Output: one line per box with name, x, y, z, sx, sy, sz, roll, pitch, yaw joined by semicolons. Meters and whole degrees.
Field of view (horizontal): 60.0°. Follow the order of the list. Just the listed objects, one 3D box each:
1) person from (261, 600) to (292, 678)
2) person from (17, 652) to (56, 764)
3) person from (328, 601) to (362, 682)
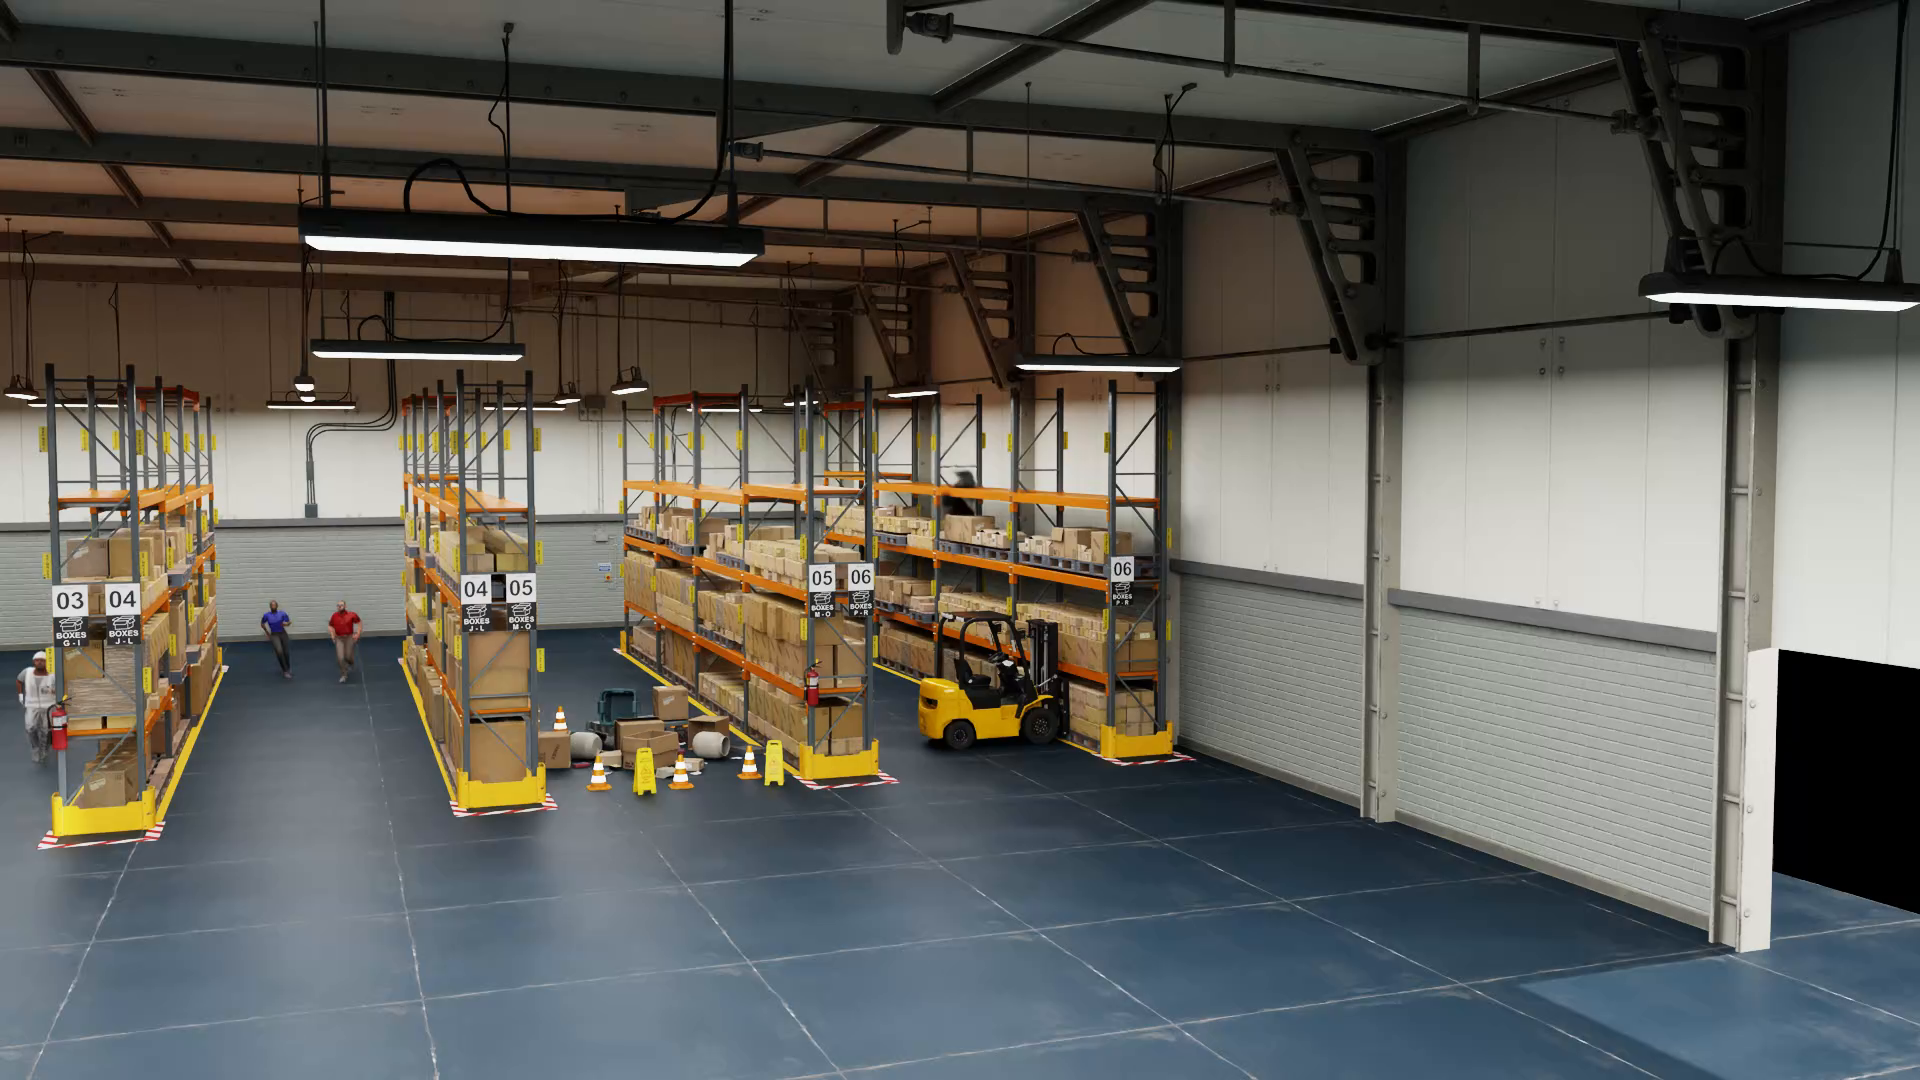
person;-14.601;2.120;35.570;0.604;1.680;0.699;-2;4;-30
person;-14.313;2.603;25.882;0.662;1.744;0.767;-2;4;-25
person;-12.967;2.122;35.070;0.679;1.704;0.647;0;3;-6
